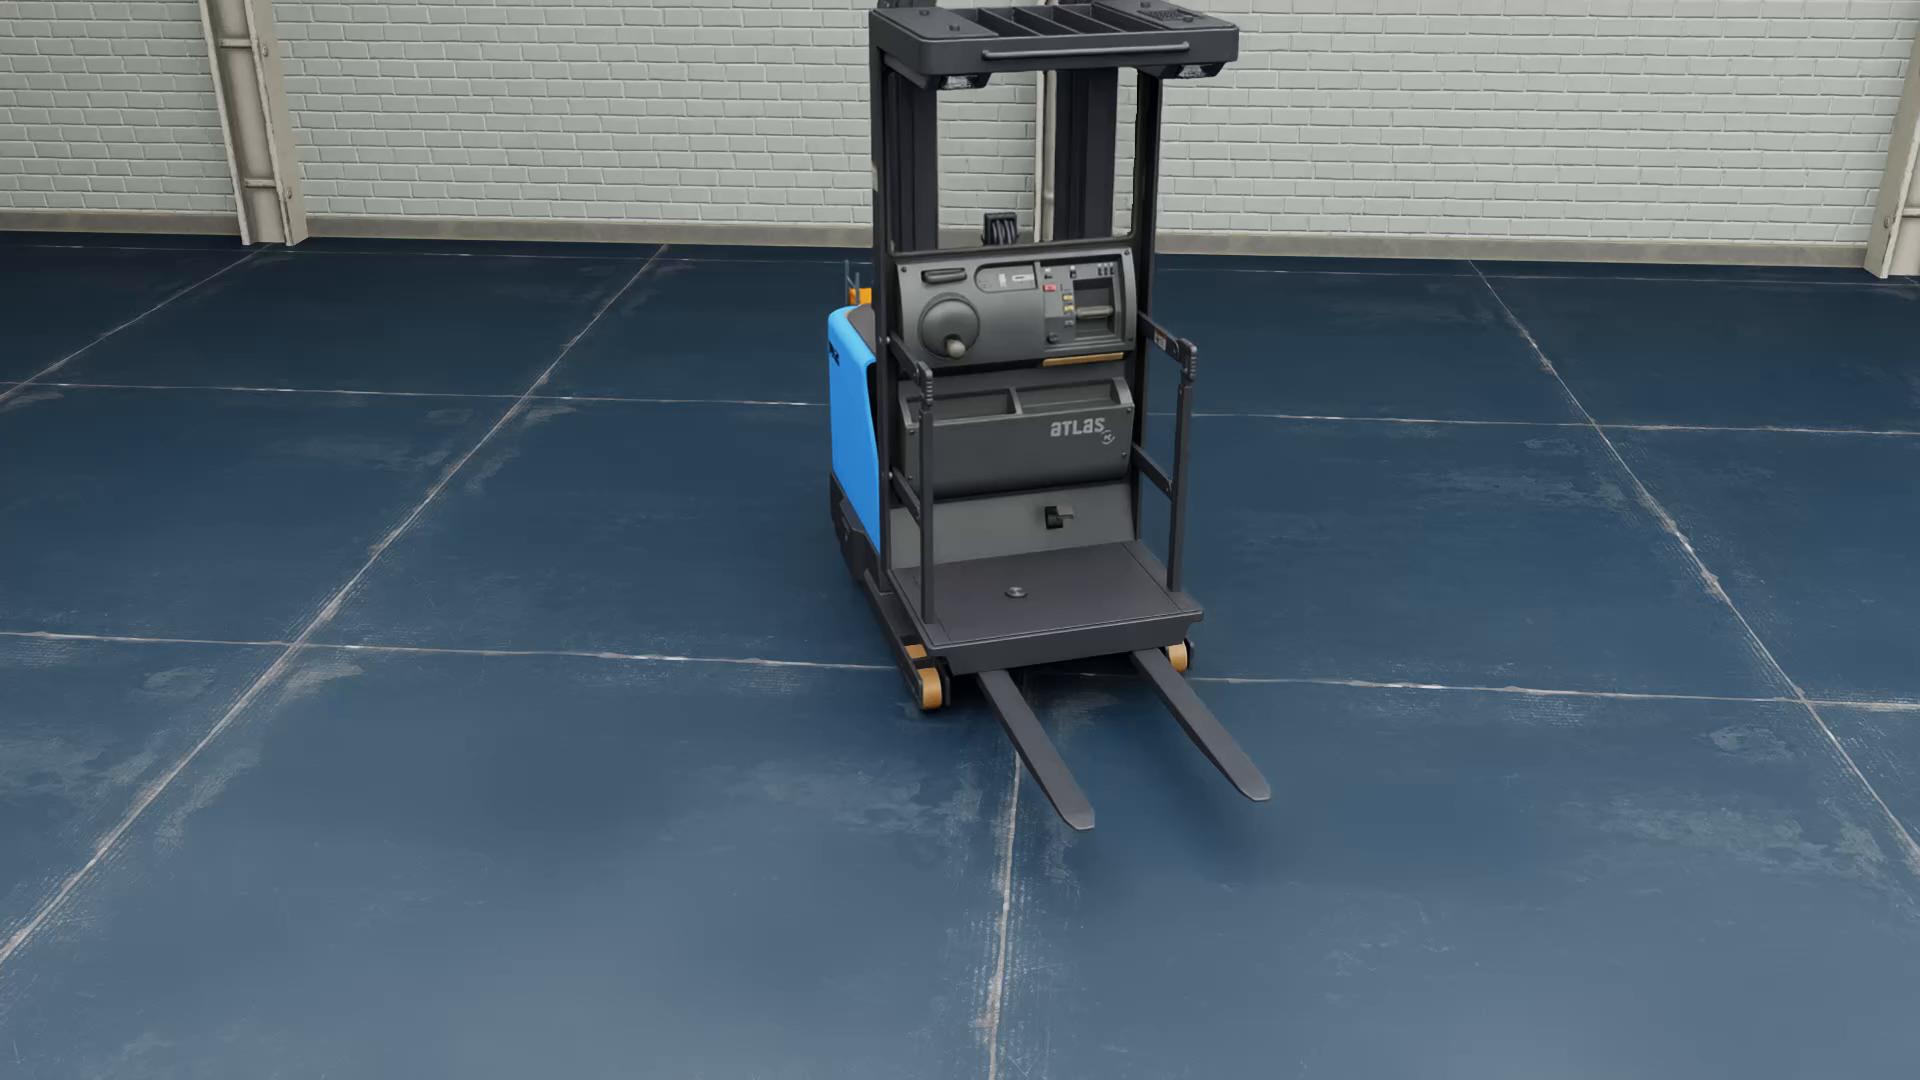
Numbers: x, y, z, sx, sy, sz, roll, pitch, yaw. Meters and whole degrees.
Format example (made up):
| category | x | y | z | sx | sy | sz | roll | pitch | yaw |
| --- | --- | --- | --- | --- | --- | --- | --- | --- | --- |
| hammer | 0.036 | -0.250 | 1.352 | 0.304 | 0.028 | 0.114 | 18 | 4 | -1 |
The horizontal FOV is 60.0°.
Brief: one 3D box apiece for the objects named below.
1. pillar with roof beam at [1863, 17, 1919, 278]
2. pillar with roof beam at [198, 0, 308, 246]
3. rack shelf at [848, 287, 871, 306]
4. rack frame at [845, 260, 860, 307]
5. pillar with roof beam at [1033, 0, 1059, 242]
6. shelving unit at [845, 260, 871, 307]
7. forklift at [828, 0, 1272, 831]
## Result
| category | x | y | z | sx | sy | sz | roll | pitch | yaw |
| --- | --- | --- | --- | --- | --- | --- | --- | --- | --- |
| pillar with roof beam | 6.396 | -4.209 | 6.132 | 0.400 | 9.000 | 9.100 | 2 | 25 | 4 |
| pillar with roof beam | -5.568 | -4.593 | 6.966 | 0.400 | 9.000 | 9.100 | 2 | 25 | 4 |
| rack shelf | -0.260 | -1.090 | 7.744 | 0.480 | 0.148 | 0.258 | -7 | 26 | -15 |
| rack frame | -0.494 | -0.705 | 7.846 | 0.015 | 1.200 | 0.240 | -7 | 26 | -15 |
| pillar with roof beam | 0.414 | -4.401 | 6.549 | 0.400 | 9.000 | 9.100 | 2 | 25 | 4 |
| shelving unit | -0.260 | -0.733 | 7.908 | 0.503 | 1.200 | 0.258 | -7 | 26 | -15 |
| forklift | 0.282 | -0.863 | 6.119 | 1.130 | 2.935 | 3.031 | -7 | 26 | -14 |
